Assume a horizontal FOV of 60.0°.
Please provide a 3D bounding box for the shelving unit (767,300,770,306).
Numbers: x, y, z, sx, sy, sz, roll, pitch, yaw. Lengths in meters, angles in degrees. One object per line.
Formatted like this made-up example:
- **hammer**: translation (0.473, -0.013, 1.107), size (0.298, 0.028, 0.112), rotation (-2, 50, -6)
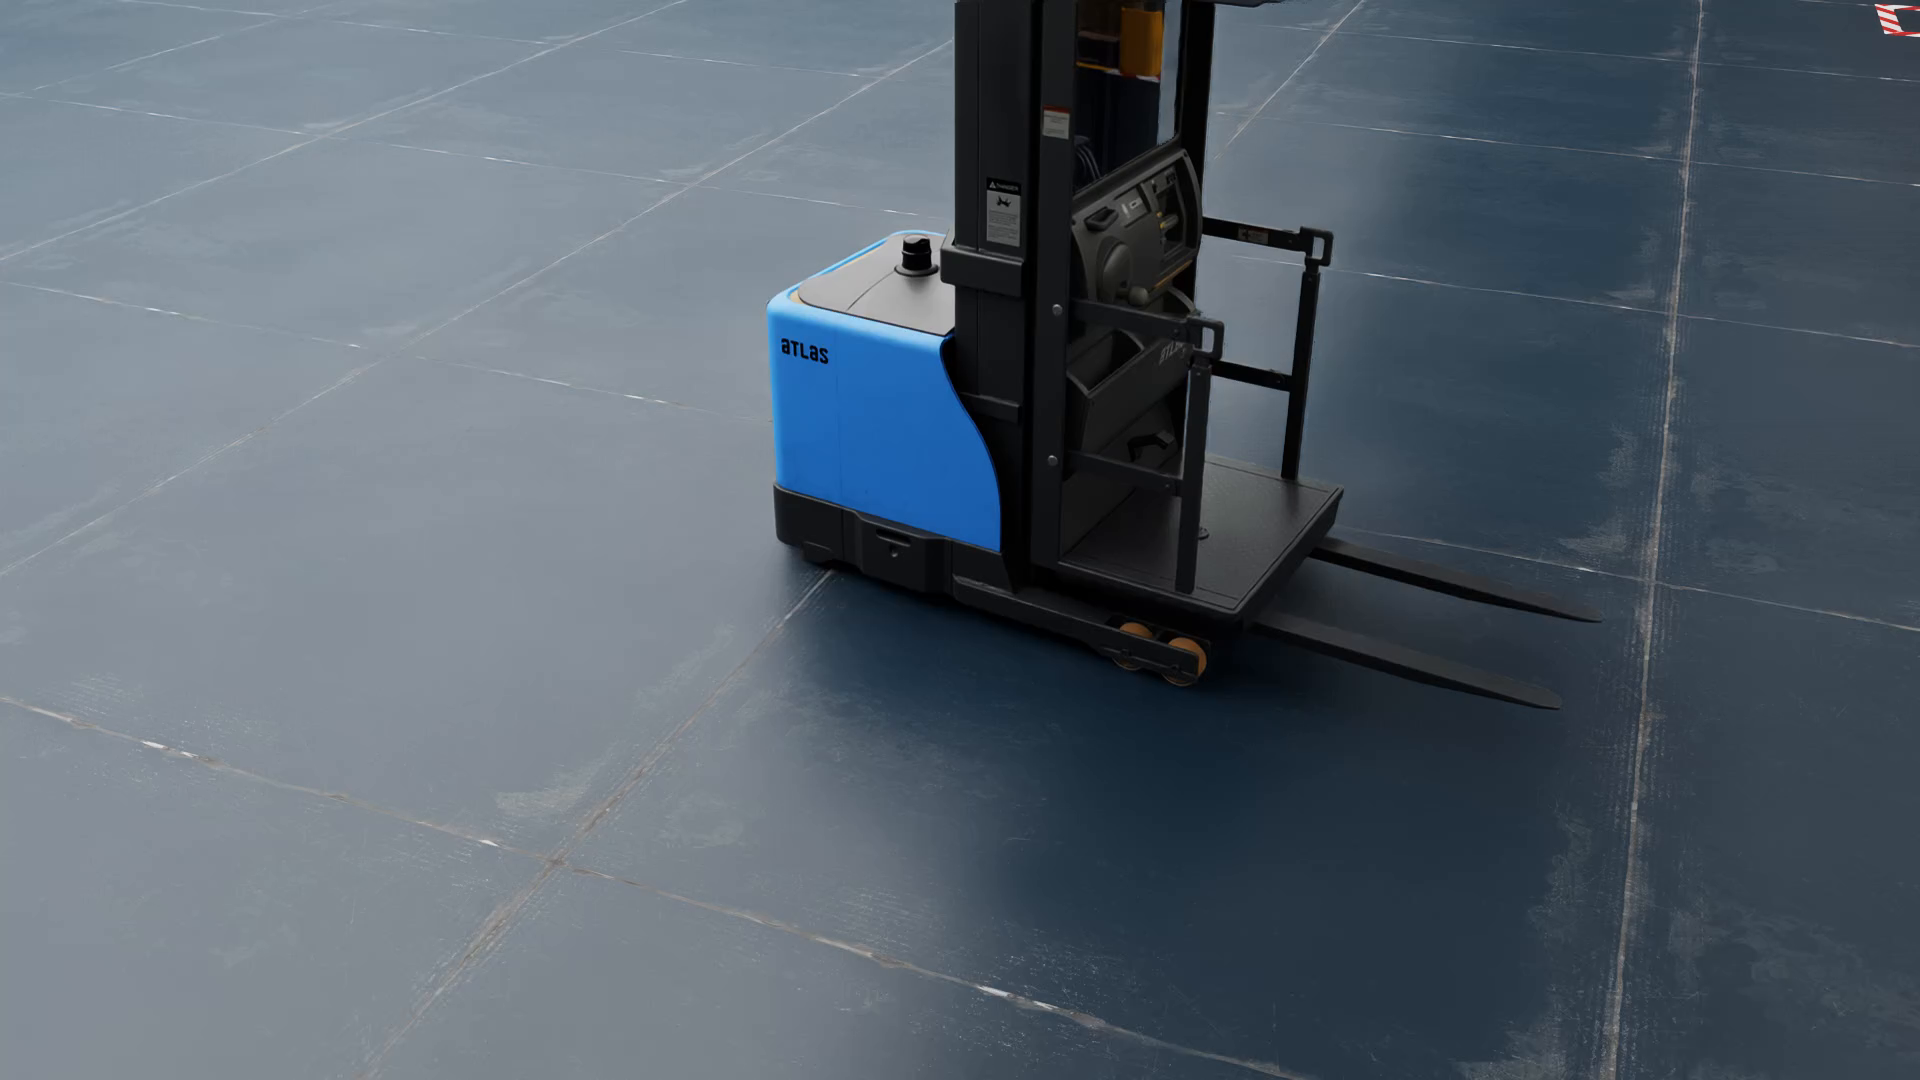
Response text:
- **shelving unit**: translation (-0.616, -0.576, 6.855), size (0.210, 0.900, 0.258), rotation (16, 33, 26)

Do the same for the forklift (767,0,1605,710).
- **forklift**: translation (0.795, -1.062, 5.651), size (3.031, 2.935, 1.130), rotation (16, 33, 26)

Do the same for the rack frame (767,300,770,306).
- **rack frame**: translation (-0.703, -0.602, 6.900), size (0.006, 0.900, 0.240), rotation (16, 33, 26)
